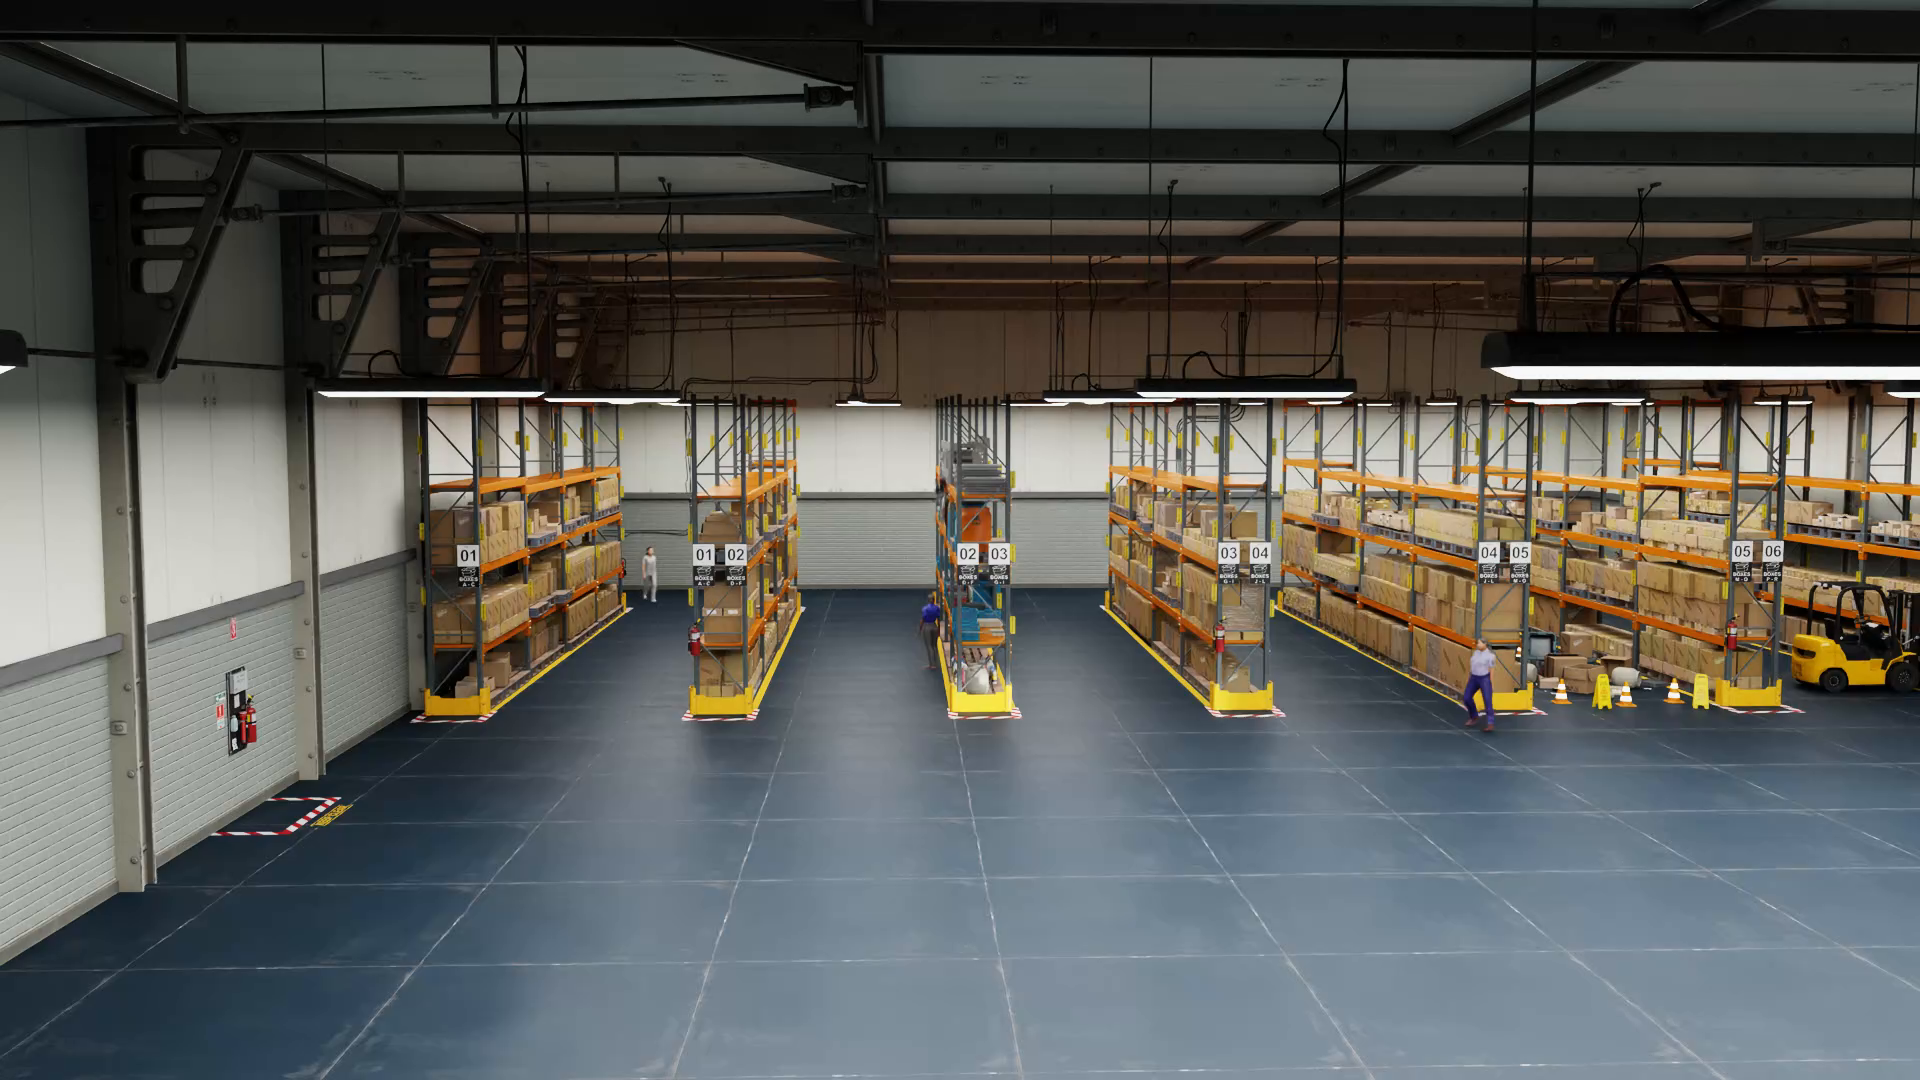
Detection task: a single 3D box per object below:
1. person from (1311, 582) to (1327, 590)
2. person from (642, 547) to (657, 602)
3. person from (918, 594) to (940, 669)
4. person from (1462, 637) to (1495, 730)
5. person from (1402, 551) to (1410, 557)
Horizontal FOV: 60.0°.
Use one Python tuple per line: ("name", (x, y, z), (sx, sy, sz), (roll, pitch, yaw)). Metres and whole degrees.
("person", (11.067, 0.774, 51.410), (0.584, 1.774, 0.531), (-2, 5, -20))
("person", (-9.227, 1.010, 49.375), (0.424, 1.625, 0.995), (-1, 5, -18))
("person", (-0.666, 2.018, 36.440), (0.542, 1.686, 0.373), (-3, 5, -35))
("person", (9.315, 2.559, 29.763), (0.397, 1.658, 0.593), (-4, 6, -40))
("person", (12.466, 1.136, 46.827), (0.777, 1.769, 0.639), (0, 4, -1))
